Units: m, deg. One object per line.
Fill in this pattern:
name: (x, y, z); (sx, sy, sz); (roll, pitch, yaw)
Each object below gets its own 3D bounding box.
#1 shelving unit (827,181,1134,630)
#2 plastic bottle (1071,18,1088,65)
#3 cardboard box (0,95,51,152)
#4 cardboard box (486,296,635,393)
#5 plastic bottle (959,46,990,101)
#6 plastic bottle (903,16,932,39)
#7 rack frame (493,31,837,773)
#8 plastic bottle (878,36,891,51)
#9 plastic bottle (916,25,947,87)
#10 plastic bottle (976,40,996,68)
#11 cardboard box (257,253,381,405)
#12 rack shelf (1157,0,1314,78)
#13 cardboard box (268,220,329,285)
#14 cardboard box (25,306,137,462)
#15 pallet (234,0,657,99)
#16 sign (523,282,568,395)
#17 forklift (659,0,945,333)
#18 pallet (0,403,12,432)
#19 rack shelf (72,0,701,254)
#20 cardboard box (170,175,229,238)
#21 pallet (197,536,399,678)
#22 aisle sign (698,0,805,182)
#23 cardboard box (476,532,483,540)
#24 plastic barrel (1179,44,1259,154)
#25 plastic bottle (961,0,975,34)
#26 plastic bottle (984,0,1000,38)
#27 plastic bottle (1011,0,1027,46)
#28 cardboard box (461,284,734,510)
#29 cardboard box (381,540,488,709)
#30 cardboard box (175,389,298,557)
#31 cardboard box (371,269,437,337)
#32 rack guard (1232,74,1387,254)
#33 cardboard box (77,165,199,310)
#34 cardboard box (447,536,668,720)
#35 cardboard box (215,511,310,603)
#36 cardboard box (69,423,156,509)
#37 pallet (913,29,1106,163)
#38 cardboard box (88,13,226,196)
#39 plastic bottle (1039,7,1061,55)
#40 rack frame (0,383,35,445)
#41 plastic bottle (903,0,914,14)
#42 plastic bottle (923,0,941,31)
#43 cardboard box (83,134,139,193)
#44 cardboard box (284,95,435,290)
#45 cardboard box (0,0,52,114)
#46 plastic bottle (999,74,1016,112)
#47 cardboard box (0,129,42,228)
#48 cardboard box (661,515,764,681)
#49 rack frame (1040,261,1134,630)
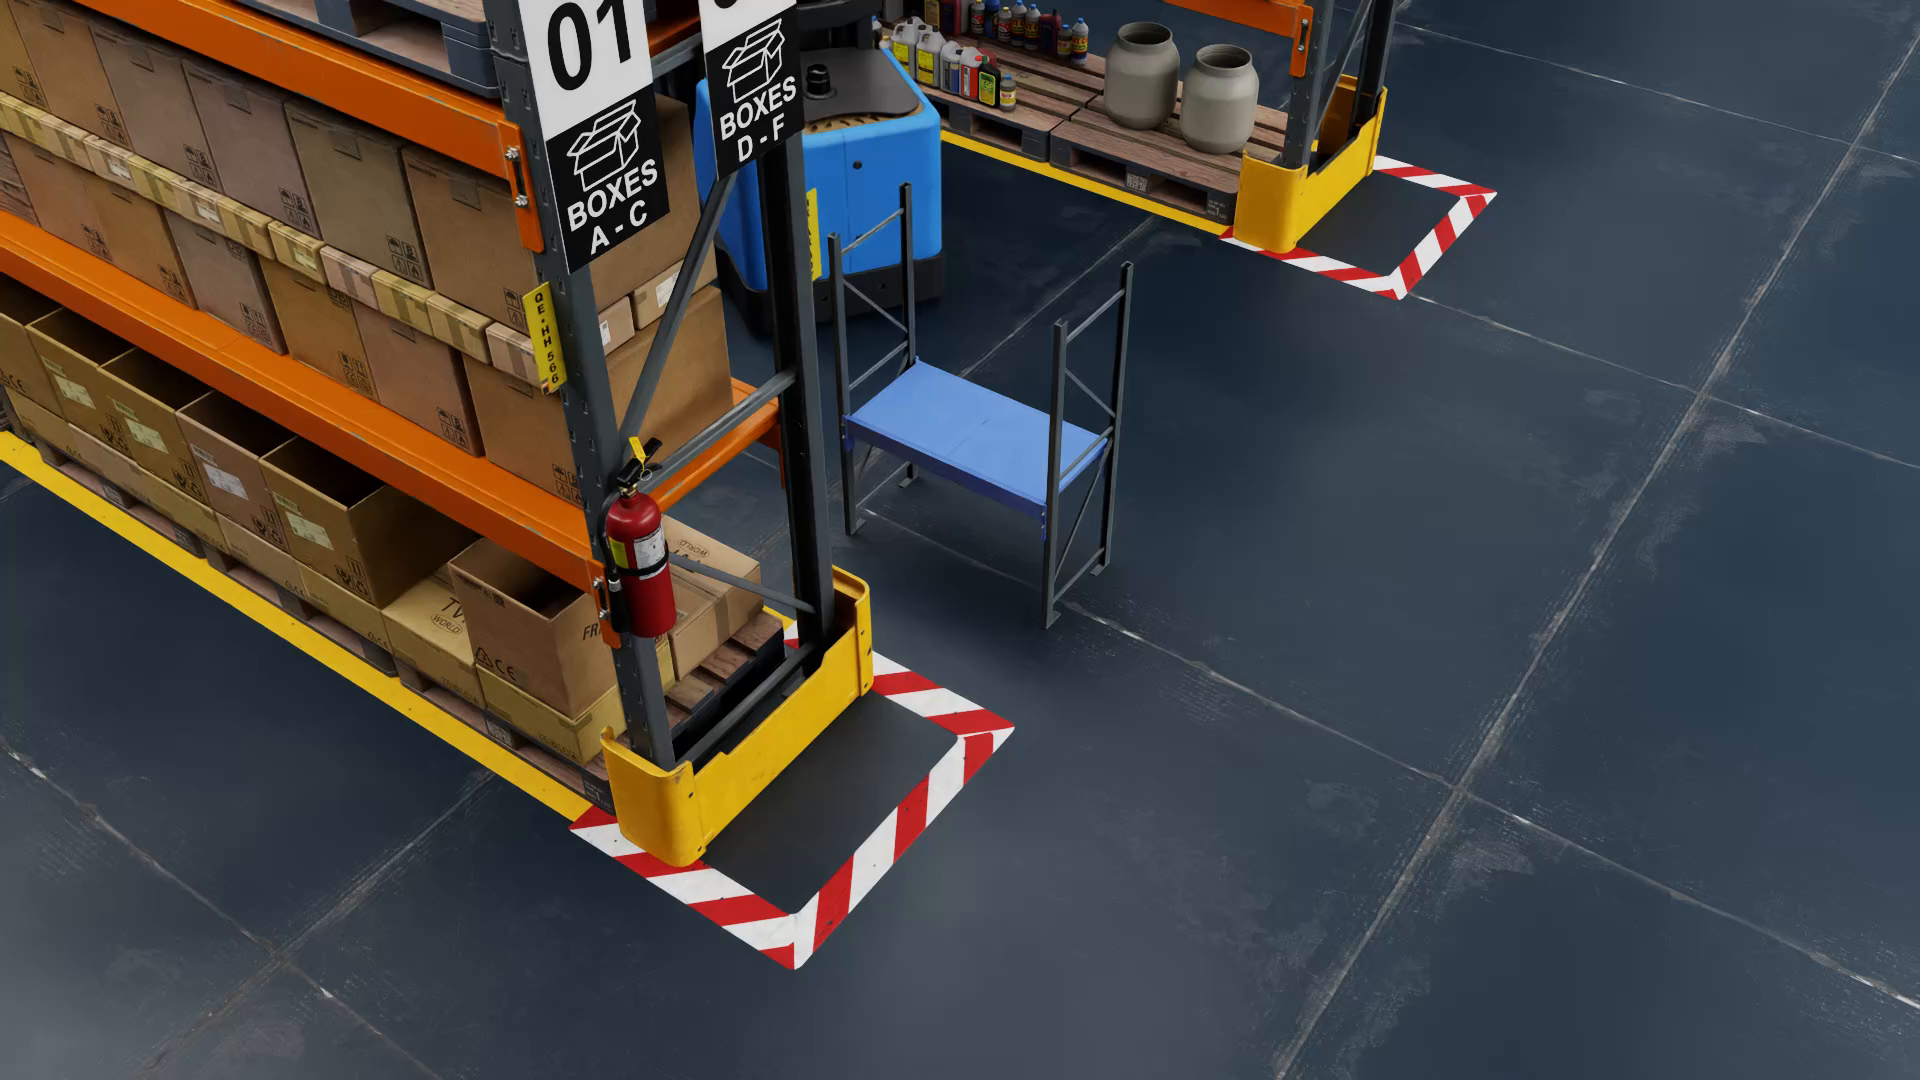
shelving unit: (0.070, -0.526, 6.713); (1.048, 1.500, 0.538); (25, 48, 25)
plastic bottle: (0.728, -3.038, 10.112); (0.097, 0.271, 0.097); (0, 42, 0)
cardboard box: (-3.346, -1.632, 6.263); (0.250, 0.149, 0.380); (25, 47, 25)
cardboard box: (-1.236, -0.645, 5.160); (0.250, 0.149, 0.380); (24, 47, 25)
plastic bottle: (0.088, -2.751, 9.787); (0.135, 0.276, 0.152); (25, 48, 26)
plastic bottle: (-0.252, -3.027, 10.096); (0.135, 0.276, 0.152); (25, 48, 25)
rack frame: (-0.814, -0.324, 5.362); (0.127, 3.000, 1.000); (25, 48, 25)
plastic bottle: (-0.446, -2.950, 10.066); (0.097, 0.201, 0.097); (0, 42, 0)
plastic bottle: (-0.164, -2.893, 9.890); (0.185, 0.351, 0.144); (27, 48, 27)
plastic bottle: (0.148, -2.812, 9.850); (0.133, 0.283, 0.061); (25, 48, 25)
cardboard box: (-2.024, -0.938, 5.974); (0.500, 0.500, 0.700); (25, 48, 26)
rack shelf: (0.396, -3.524, 9.478); (4.000, 0.370, 1.077); (25, 48, 25)
cardboard box: (-2.080, -1.040, 5.601); (0.250, 0.149, 0.380); (27, 48, 27)
cardboard box: (-3.475, -0.731, 7.002); (0.500, 0.500, 0.500); (25, 48, 25)
pallet: (-1.378, -1.693, 4.710); (1.213, 0.211, 1.003); (25, 48, 25)
sign: (-1.136, -0.552, 4.572); (0.005, 0.325, 0.100); (25, 48, 25)
forklift: (-1.078, -3.118, 8.537); (1.130, 2.935, 3.031); (-14, 44, -15)
pallet: (-4.714, -1.077, 8.295); (1.213, 0.211, 1.003); (25, 48, 25)
rack shelf: (-2.451, -1.939, 5.458); (4.000, 0.370, 1.077); (25, 48, 25)
cardboard box: (-2.507, -1.238, 5.822); (0.250, 0.149, 0.380); (24, 47, 25)
pallet: (-2.458, -0.022, 7.116); (1.213, 0.211, 1.003); (25, 48, 25)
aisle sign: (-0.584, -1.434, 4.654); (0.004, 0.787, 0.394); (25, 48, 25)
cardboard box: (-1.945, -0.163, 6.930); (0.500, 0.250, 0.500); (25, 48, 25)
plastic barrel: (1.451, -2.466, 9.307); (0.421, 0.512, 0.421); (0, 42, 0)
plastic bottle: (0.004, -3.356, 10.464); (0.135, 0.276, 0.152); (26, 48, 26)
plastic bottle: (0.200, -3.285, 10.388); (0.097, 0.271, 0.097); (0, 42, 0)
plastic bottle: (0.366, -3.207, 10.301); (0.097, 0.271, 0.097); (0, 42, 0)
cardboard box: (-1.188, -0.547, 5.536); (0.500, 0.500, 0.700); (25, 48, 25)
cardboard box: (-1.839, 0.316, 6.395); (0.500, 0.250, 0.500); (25, 48, 25)
cardboard box: (-2.659, -0.345, 6.571); (0.500, 0.500, 0.500); (25, 48, 25)
cardboard box: (-1.660, -0.842, 5.380); (0.250, 0.149, 0.380); (24, 47, 25)
rack guard: (1.944, -2.098, 9.220); (0.348, 0.500, 1.175); (25, 48, 25)
cardboard box: (-2.877, -1.333, 6.416); (0.500, 0.500, 0.700); (26, 48, 26)
cardboard box: (-1.423, 0.222, 5.937); (0.500, 0.500, 0.500); (25, 48, 25)
cardboard box: (-2.657, -0.067, 6.823); (0.500, 0.250, 0.500); (25, 48, 25)
cardboard box: (-3.476, -0.450, 7.250); (0.500, 0.250, 0.500); (25, 48, 25)
pallet: (0.288, -2.772, 10.190); (1.213, 0.211, 1.003); (25, 48, 25)
cardboard box: (-2.489, -1.633, 5.778); (0.500, 0.500, 0.700); (25, 48, 25)
plastic bottle: (0.553, -3.139, 10.216); (0.133, 0.283, 0.061); (26, 48, 26)
rack frame: (-4.088, -1.855, 7.074); (0.127, 3.000, 1.000); (25, 48, 25)
plastic bottle: (-0.391, -3.572, 10.649); (0.185, 0.351, 0.144); (23, 47, 23)
plastic bottle: (-0.165, -3.357, 10.460); (0.133, 0.283, 0.061); (25, 48, 25)
cardboard box: (-2.922, -1.434, 6.042); (0.250, 0.149, 0.380); (24, 47, 24)
cardboard box: (-1.665, -1.249, 5.348); (0.500, 0.500, 0.700); (24, 47, 24)
cardboard box: (-3.307, -2.017, 6.206); (0.500, 0.500, 0.700); (25, 47, 25)
plastic bottle: (0.278, -2.611, 9.688); (0.097, 0.201, 0.097); (0, 42, 0)
cardboard box: (-3.722, -1.726, 6.854); (0.500, 0.500, 0.700); (24, 47, 24)
cardboard box: (-1.125, 0.218, 6.504); (0.500, 0.250, 0.500); (25, 48, 25)
rack frame: (0.486, -0.332, 6.496); (0.032, 1.500, 0.500); (25, 48, 25)
